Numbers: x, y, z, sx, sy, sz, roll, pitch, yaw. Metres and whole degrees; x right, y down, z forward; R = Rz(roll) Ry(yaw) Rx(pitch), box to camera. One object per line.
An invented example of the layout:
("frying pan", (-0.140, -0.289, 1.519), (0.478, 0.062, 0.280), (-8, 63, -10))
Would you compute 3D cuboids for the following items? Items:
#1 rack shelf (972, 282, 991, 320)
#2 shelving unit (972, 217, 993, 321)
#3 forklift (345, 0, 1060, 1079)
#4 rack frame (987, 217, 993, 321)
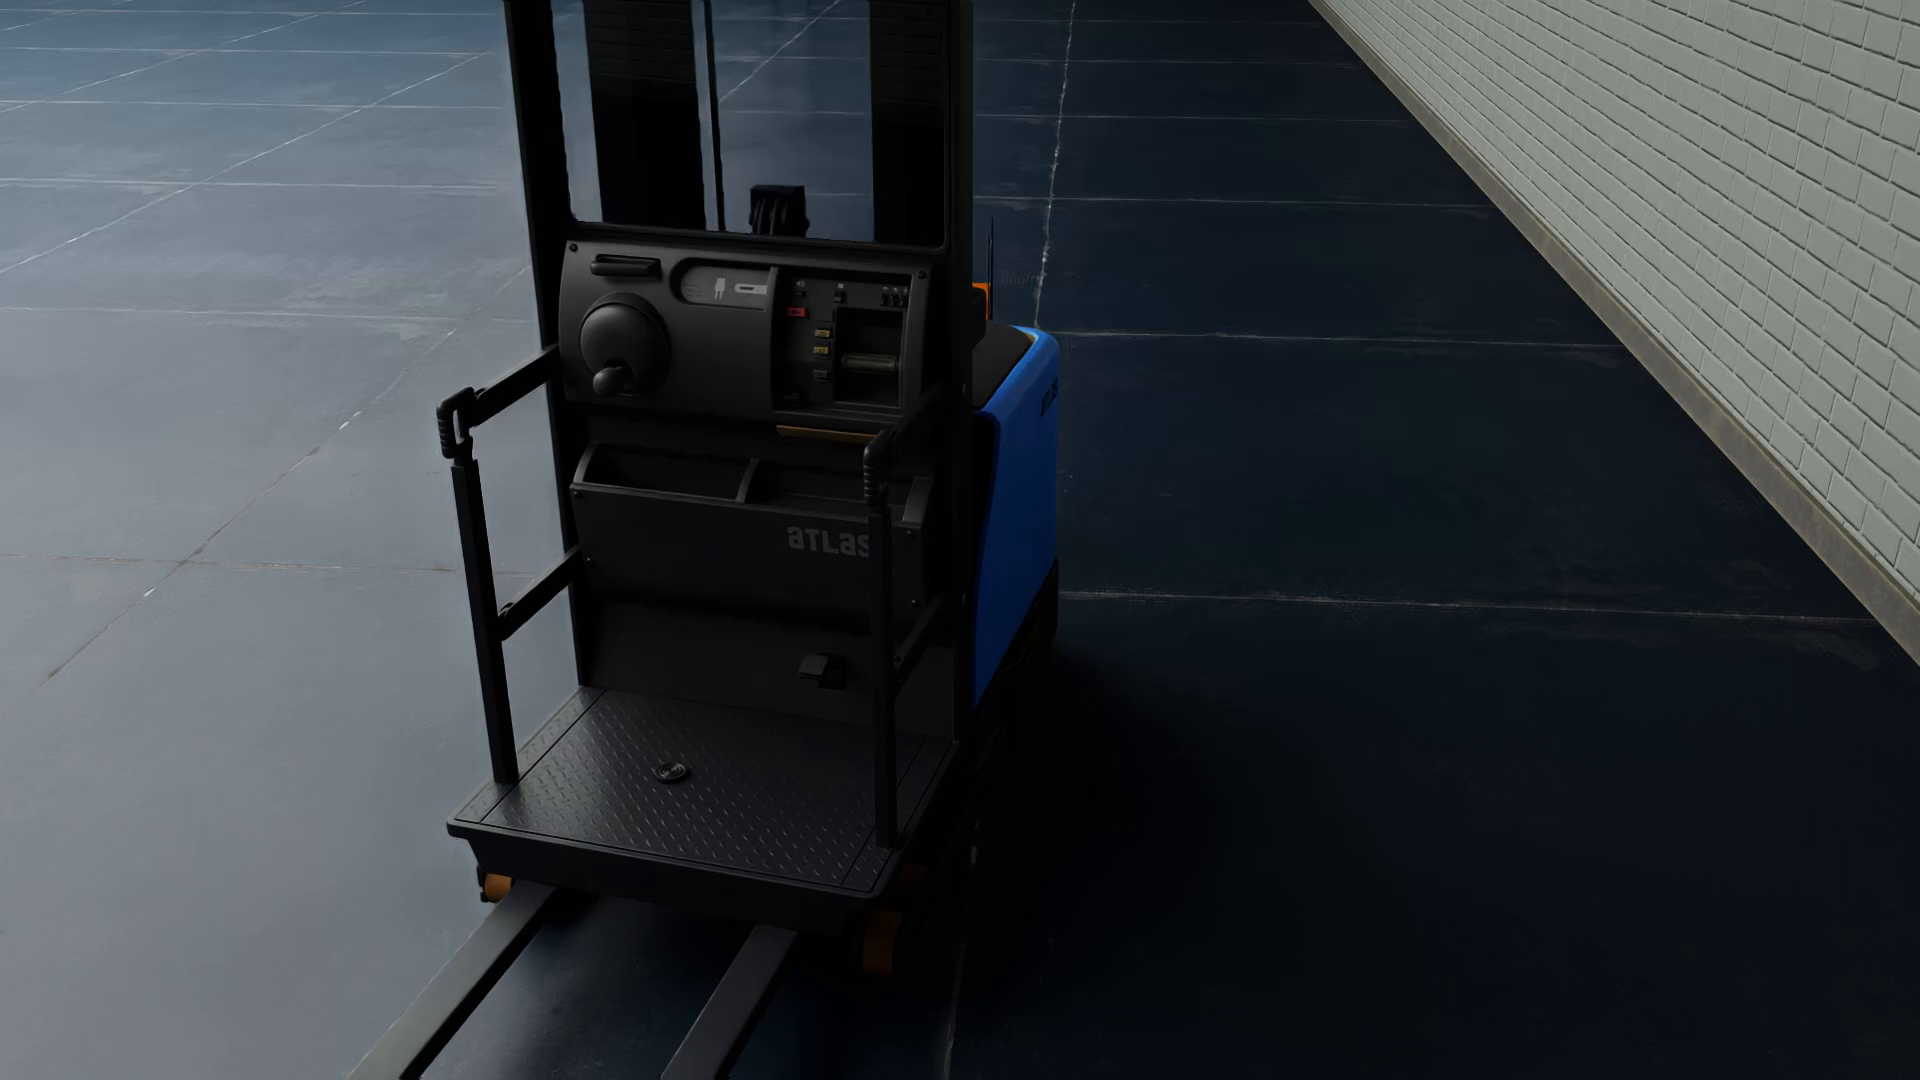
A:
("rack shelf", (0.014, -0.831, 5.866), (0.180, 0.103, 0.258), (2, 25, 4))
("shelving unit", (0.014, -0.545, 5.998), (0.189, 1.200, 0.258), (2, 25, 4))
("forklift", (-0.575, -0.467, 3.758), (1.130, 2.935, 3.031), (7, 26, 14))
("rack frame", (0.106, -0.542, 5.992), (0.006, 1.200, 0.240), (2, 25, 4))
